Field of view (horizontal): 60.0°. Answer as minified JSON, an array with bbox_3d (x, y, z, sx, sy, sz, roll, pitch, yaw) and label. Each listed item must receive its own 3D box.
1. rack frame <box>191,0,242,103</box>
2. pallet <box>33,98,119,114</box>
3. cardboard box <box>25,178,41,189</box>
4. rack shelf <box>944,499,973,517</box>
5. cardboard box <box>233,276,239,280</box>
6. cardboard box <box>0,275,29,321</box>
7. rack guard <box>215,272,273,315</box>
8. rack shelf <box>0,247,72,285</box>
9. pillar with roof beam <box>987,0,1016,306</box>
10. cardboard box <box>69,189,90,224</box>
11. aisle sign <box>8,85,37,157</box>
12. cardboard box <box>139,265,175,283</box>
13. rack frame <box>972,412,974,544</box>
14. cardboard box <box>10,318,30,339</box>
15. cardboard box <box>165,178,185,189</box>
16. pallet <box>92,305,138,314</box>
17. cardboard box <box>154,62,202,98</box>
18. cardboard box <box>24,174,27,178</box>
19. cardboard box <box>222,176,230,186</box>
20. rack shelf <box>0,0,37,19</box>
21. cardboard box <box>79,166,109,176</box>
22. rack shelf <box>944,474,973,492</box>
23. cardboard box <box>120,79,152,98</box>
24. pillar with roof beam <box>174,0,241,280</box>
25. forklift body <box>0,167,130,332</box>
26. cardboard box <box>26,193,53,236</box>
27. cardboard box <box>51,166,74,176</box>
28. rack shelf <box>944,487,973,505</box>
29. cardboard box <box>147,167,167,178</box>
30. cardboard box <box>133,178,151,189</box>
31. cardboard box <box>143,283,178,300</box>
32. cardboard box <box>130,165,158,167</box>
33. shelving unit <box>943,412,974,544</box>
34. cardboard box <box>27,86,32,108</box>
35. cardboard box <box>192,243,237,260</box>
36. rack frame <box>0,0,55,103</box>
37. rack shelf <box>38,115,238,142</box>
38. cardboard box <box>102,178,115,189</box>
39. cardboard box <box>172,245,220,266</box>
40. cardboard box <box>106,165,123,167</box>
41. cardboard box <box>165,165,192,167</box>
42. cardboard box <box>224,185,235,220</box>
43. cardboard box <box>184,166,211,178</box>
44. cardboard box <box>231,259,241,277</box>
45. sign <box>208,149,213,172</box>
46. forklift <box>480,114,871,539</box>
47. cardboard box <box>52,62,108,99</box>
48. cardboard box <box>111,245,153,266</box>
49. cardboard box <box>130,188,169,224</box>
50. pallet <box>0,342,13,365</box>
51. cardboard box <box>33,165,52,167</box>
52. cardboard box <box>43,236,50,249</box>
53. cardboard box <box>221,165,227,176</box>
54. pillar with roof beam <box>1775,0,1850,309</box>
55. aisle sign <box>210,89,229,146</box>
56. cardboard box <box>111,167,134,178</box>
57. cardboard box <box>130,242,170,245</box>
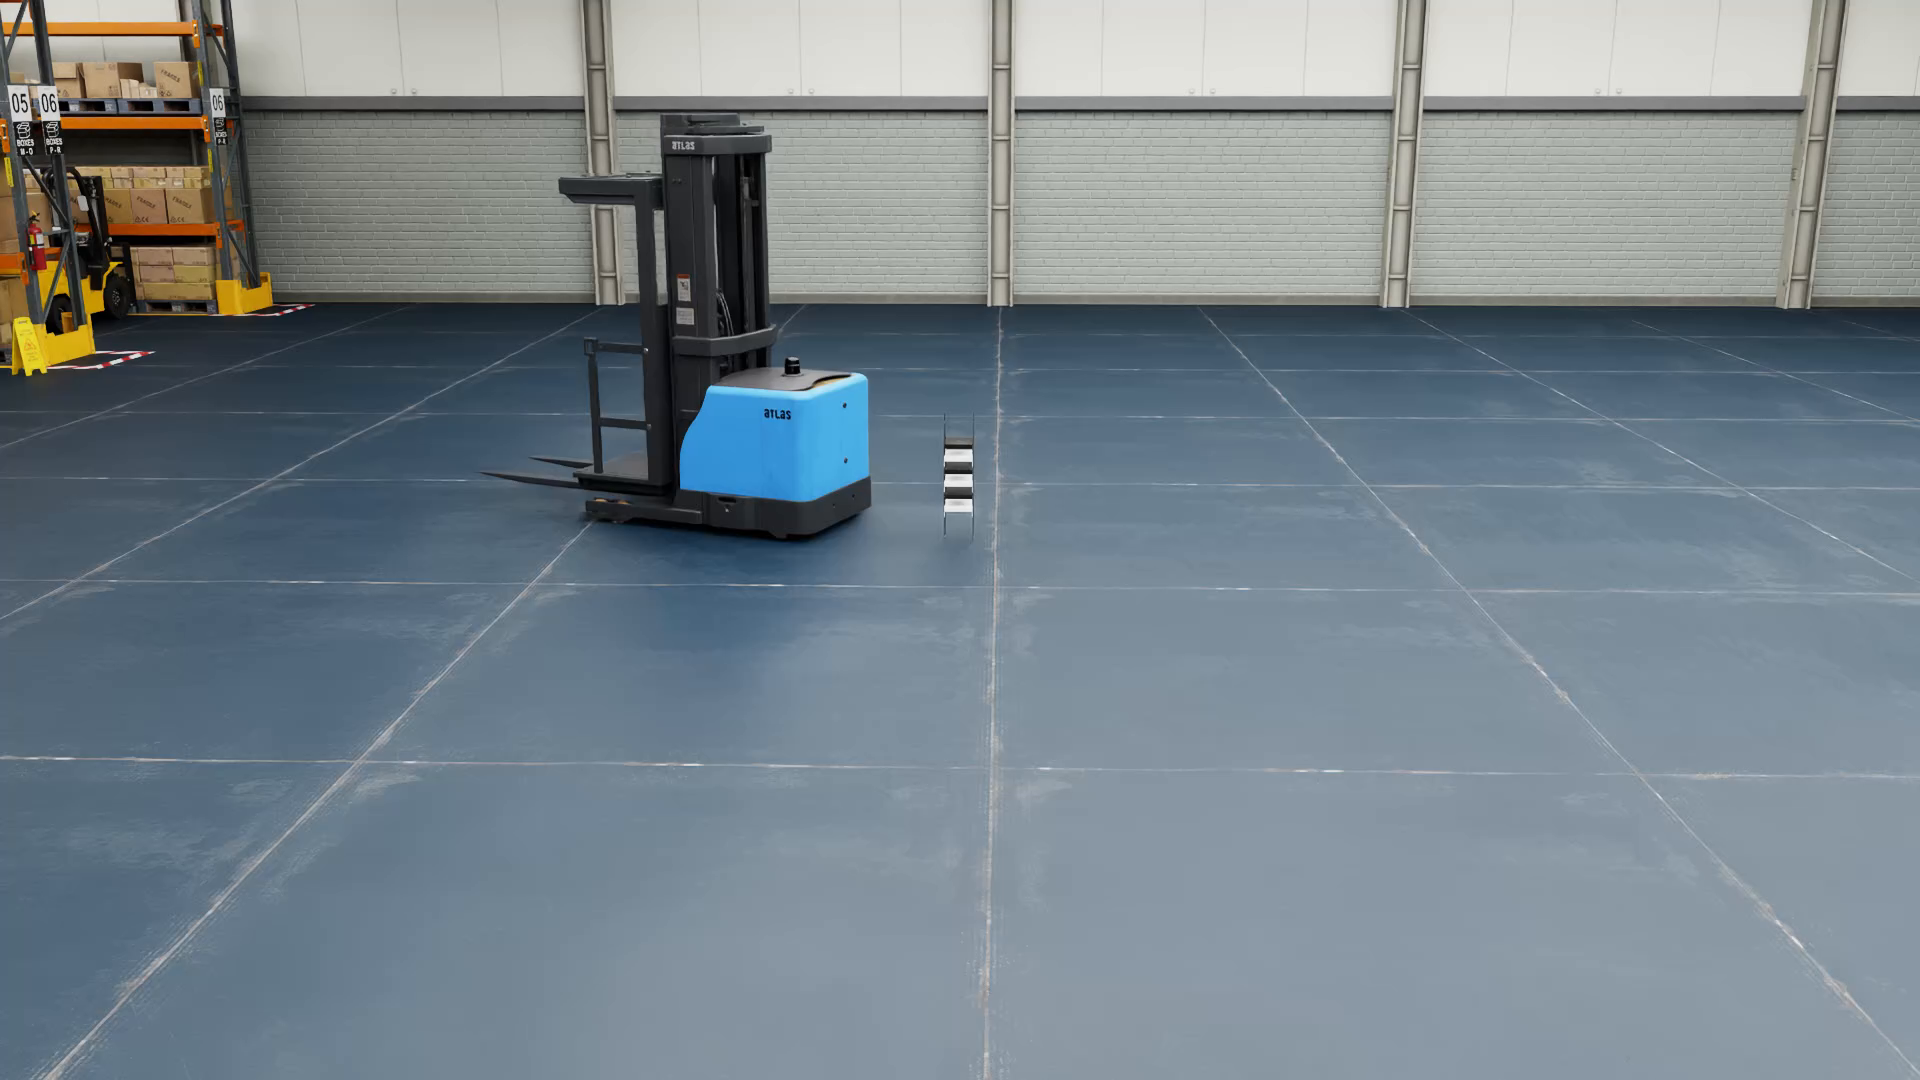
[{"bbox_3d":[-10.707,-7.797,23.755,0.127,3.000,1.000,0,15,1],"label":"rack frame"},{"bbox_3d":[-12.636,-6.323,24.218,1.213,0.211,1.003,0,15,1],"label":"pallet"},{"bbox_3d":[-13.367,-5.197,24.191,0.250,0.149,0.380,0,15,1],"label":"cardboard box"},{"bbox_3d":[-0.008,-0.229,11.780,0.200,0.077,0.258,0,15,1],"label":"rack shelf"},{"bbox_3d":[-11.193,-3.823,25.018,0.500,0.250,0.500,0,15,2],"label":"cardboard box"},{"bbox_3d":[-11.654,-2.943,20.211,0.500,0.500,0.500,0,15,0],"label":"cardboard box"},{"bbox_3d":[-10.683,-3.688,24.838,0.348,0.500,1.175,0,15,1],"label":"rack guard"},{"bbox_3d":[-12.830,-3.296,19.863,4.000,0.370,1.077,0,15,1],"label":"rack shelf"},{"bbox_3d":[0.506,-6.856,20.185,0.400,9.000,9.100,0,15,1],"label":"pillar with roof beam"},{"bbox_3d":[-12.740,-4.891,24.301,0.500,0.500,0.500,0,15,2],"label":"cardboard box"},{"bbox_3d":[-10.776,-4.813,19.108,0.004,0.787,0.394,0,15,1],"label":"aisle sign"},{"bbox_3d":[-11.703,-3.941,24.486,0.500,0.250,0.500,0,15,1],"label":"cardboard box"},{"bbox_3d":[0.094,-0.435,11.723,0.006,0.900,0.240,0,15,1],"label":"rack frame"},{"bbox_3d":[-11.630,-2.580,20.306,0.500,0.250,0.500,0,15,1],"label":"cardboard box"},{"bbox_3d":[-11.317,-5.184,24.140,0.250,0.149,0.380,1,15,2],"label":"cardboard box"},{"bbox_3d":[-12.689,-3.551,24.887,1.213,0.211,1.003,0,15,1],"label":"pallet"},{"bbox_3d":[-11.156,-6.588,23.834,0.500,0.500,0.500,1,15,3],"label":"cardboard box"},{"bbox_3d":[-13.621,-5.345,24.168,0.250,0.149,0.380,1,15,3],"label":"cardboard box"},{"bbox_3d":[-11.040,-5.327,24.684,0.250,0.149,0.380,0,15,0],"label":"cardboard box"},{"bbox_3d":[-12.830,-6.195,19.098,4.000,0.370,1.077,0,15,1],"label":"rack shelf"},{"bbox_3d":[-12.604,-5.360,24.224,0.250,0.149,0.380,1,15,2],"label":"cardboard box"},{"bbox_3d":[-0.008,-0.403,11.734,0.200,0.077,0.258,0,15,1],"label":"rack shelf"},{"bbox_3d":[-11.797,-6.463,23.821,0.258,0.266,0.396,0,15,2],"label":"cardboard box"},{"bbox_3d":[-11.490,-6.934,20.482,0.400,9.000,9.100,0,15,1],"label":"pillar with roof beam"},{"bbox_3d":[-12.650,-4.033,22.912,1.214,2.155,2.313,0,15,1],"label":"forklift body"},{"bbox_3d":[-11.297,-3.897,19.951,0.500,0.500,0.500,0,15,1],"label":"cardboard box"},{"bbox_3d":[-13.105,-5.363,24.235,0.250,0.149,0.380,0,15,1],"label":"cardboard box"},{"bbox_3d":[-0.008,-0.316,11.757,0.200,0.077,0.258,0,15,1],"label":"rack shelf"},{"bbox_3d":[-11.581,-5.340,24.148,0.250,0.149,0.380,1,15,3],"label":"cardboard box"},{"bbox_3d":[-11.823,-5.205,24.222,0.250,0.149,0.380,0,15,1],"label":"cardboard box"},{"bbox_3d":[-11.682,-3.698,24.545,0.500,0.250,0.500,0,15,1],"label":"cardboard box"},{"bbox_3d":[-12.074,-5.468,24.636,0.250,0.149,0.380,1,15,3],"label":"cardboard box"},{"bbox_3d":[-0.008,-0.435,11.725,0.210,0.900,0.258,0,15,1],"label":"shelving unit"},{"bbox_3d":[-11.326,-5.224,19.590,0.500,0.250,0.500,0,15,0],"label":"cardboard box"},{"bbox_3d":[-11.183,-4.305,24.884,0.500,0.250,0.500,0,15,1],"label":"cardboard box"},{"bbox_3d":[-10.830,-6.532,18.957,0.127,3.000,1.000,0,15,1],"label":"rack frame"},{"bbox_3d":[-12.707,-6.012,24.278,4.000,0.370,1.077,0,15,1],"label":"rack shelf"},{"bbox_3d":[-12.344,-5.192,24.170,0.250,0.149,0.380,0,15,2],"label":"cardboard box"},{"bbox_3d":[-11.176,-4.177,24.400,0.500,0.250,0.500,1,15,3],"label":"cardboard box"},{"bbox_3d":[-12.583,-5.477,24.667,0.250,0.149,0.380,0,15,2],"label":"cardboard box"},{"bbox_3d":[-11.563,-5.468,24.633,0.250,0.149,0.380,1,15,2],"label":"cardboard box"},{"bbox_3d":[-11.196,-5.019,24.788,0.500,0.500,0.500,1,15,3],"label":"cardboard box"},{"bbox_3d":[-11.071,-5.351,24.192,0.250,0.149,0.380,0,15,2],"label":"cardboard box"},{"bbox_3d":[-11.172,-4.068,24.966,0.500,0.250,0.500,1,15,2],"label":"cardboard box"},{"bbox_3d":[-10.735,-5.433,23.818,0.005,0.325,0.100,0,15,1],"label":"sign"},{"bbox_3d":[-2.231,-1.653,12.358,3.031,2.935,1.130,6,16,23],"label":"forklift"},{"bbox_3d":[-12.761,-6.635,24.007,0.637,0.503,0.797,1,15,3],"label":"cardboard box"},{"bbox_3d":[-12.191,-4.180,24.409,0.500,0.250,0.500,1,15,2],"label":"cardboard box"},{"bbox_3d":[-11.725,-4.887,24.287,0.500,0.500,0.500,1,15,3],"label":"cardboard box"},{"bbox_3d":[-11.718,-2.297,20.134,1.213,0.211,1.003,0,15,1],"label":"pallet"},{"bbox_3d":[-13.613,-5.507,24.784,0.250,0.149,0.380,0,15,0],"label":"cardboard box"},{"bbox_3d":[-11.165,-3.564,19.963,0.250,0.149,0.380,0,15,2],"label":"cardboard box"},{"bbox_3d":[-11.038,-5.459,24.601,0.250,0.149,0.380,0,15,0],"label":"cardboard box"},{"bbox_3d":[12.502,-6.778,19.889,0.400,9.000,9.100,0,15,1],"label":"pillar with roof beam"},{"bbox_3d":[-10.649,-6.078,23.903,0.004,0.787,0.394,0,15,1],"label":"aisle sign"},{"bbox_3d":[-12.091,-5.334,24.125,0.250,0.149,0.380,1,15,3],"label":"cardboard box"},{"bbox_3d":[-12.182,-4.313,24.916,0.500,0.250,0.500,0,15,1],"label":"cardboard box"}]
